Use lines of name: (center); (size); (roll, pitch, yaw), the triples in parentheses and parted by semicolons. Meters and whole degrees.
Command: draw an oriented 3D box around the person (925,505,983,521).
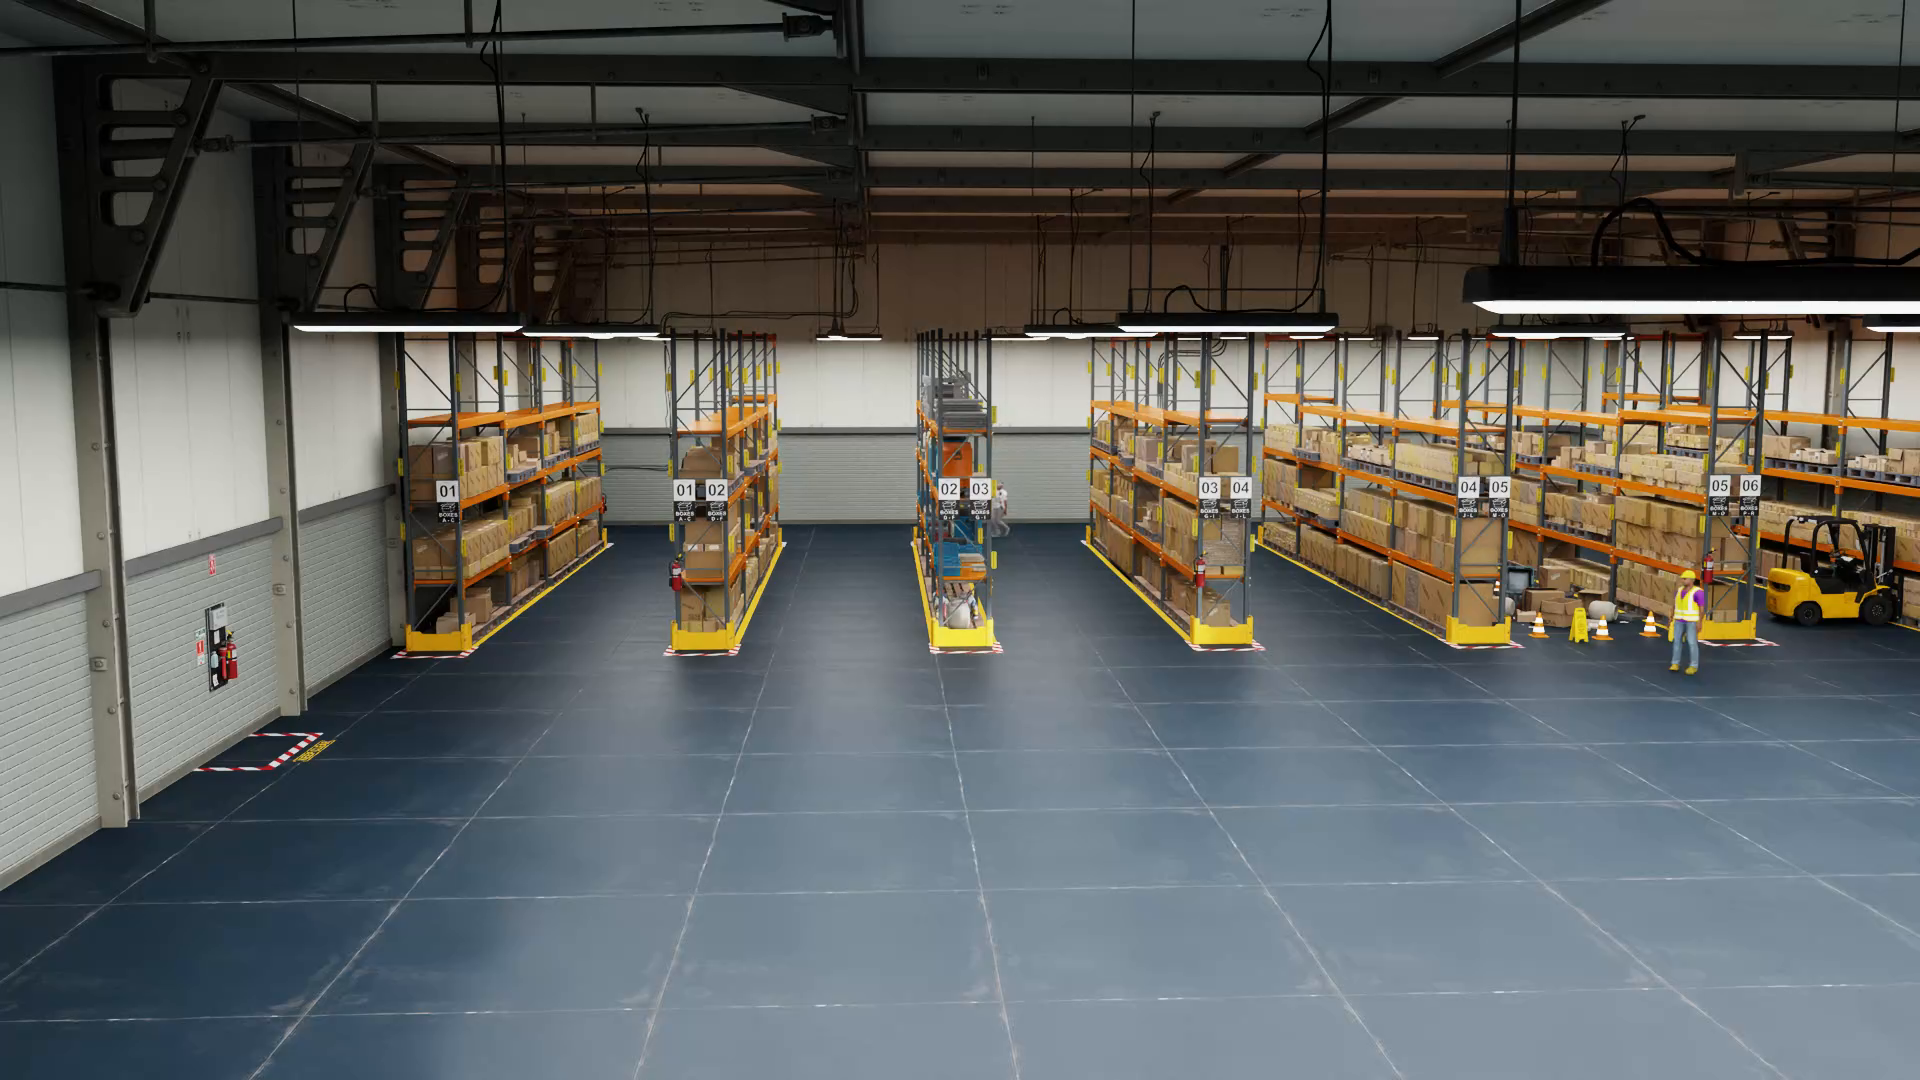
person: (-0.111, -0.467, 45.580); (4.942, 1.689, 6.036); (-4, 8, -28)

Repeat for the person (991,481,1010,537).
person: (1.189, -0.910, 49.163); (0.493, 1.671, 0.444); (-2, 7, -20)

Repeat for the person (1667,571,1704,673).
person: (12.682, 1.414, 29.076); (0.407, 1.771, 0.621); (-6, 9, -41)
